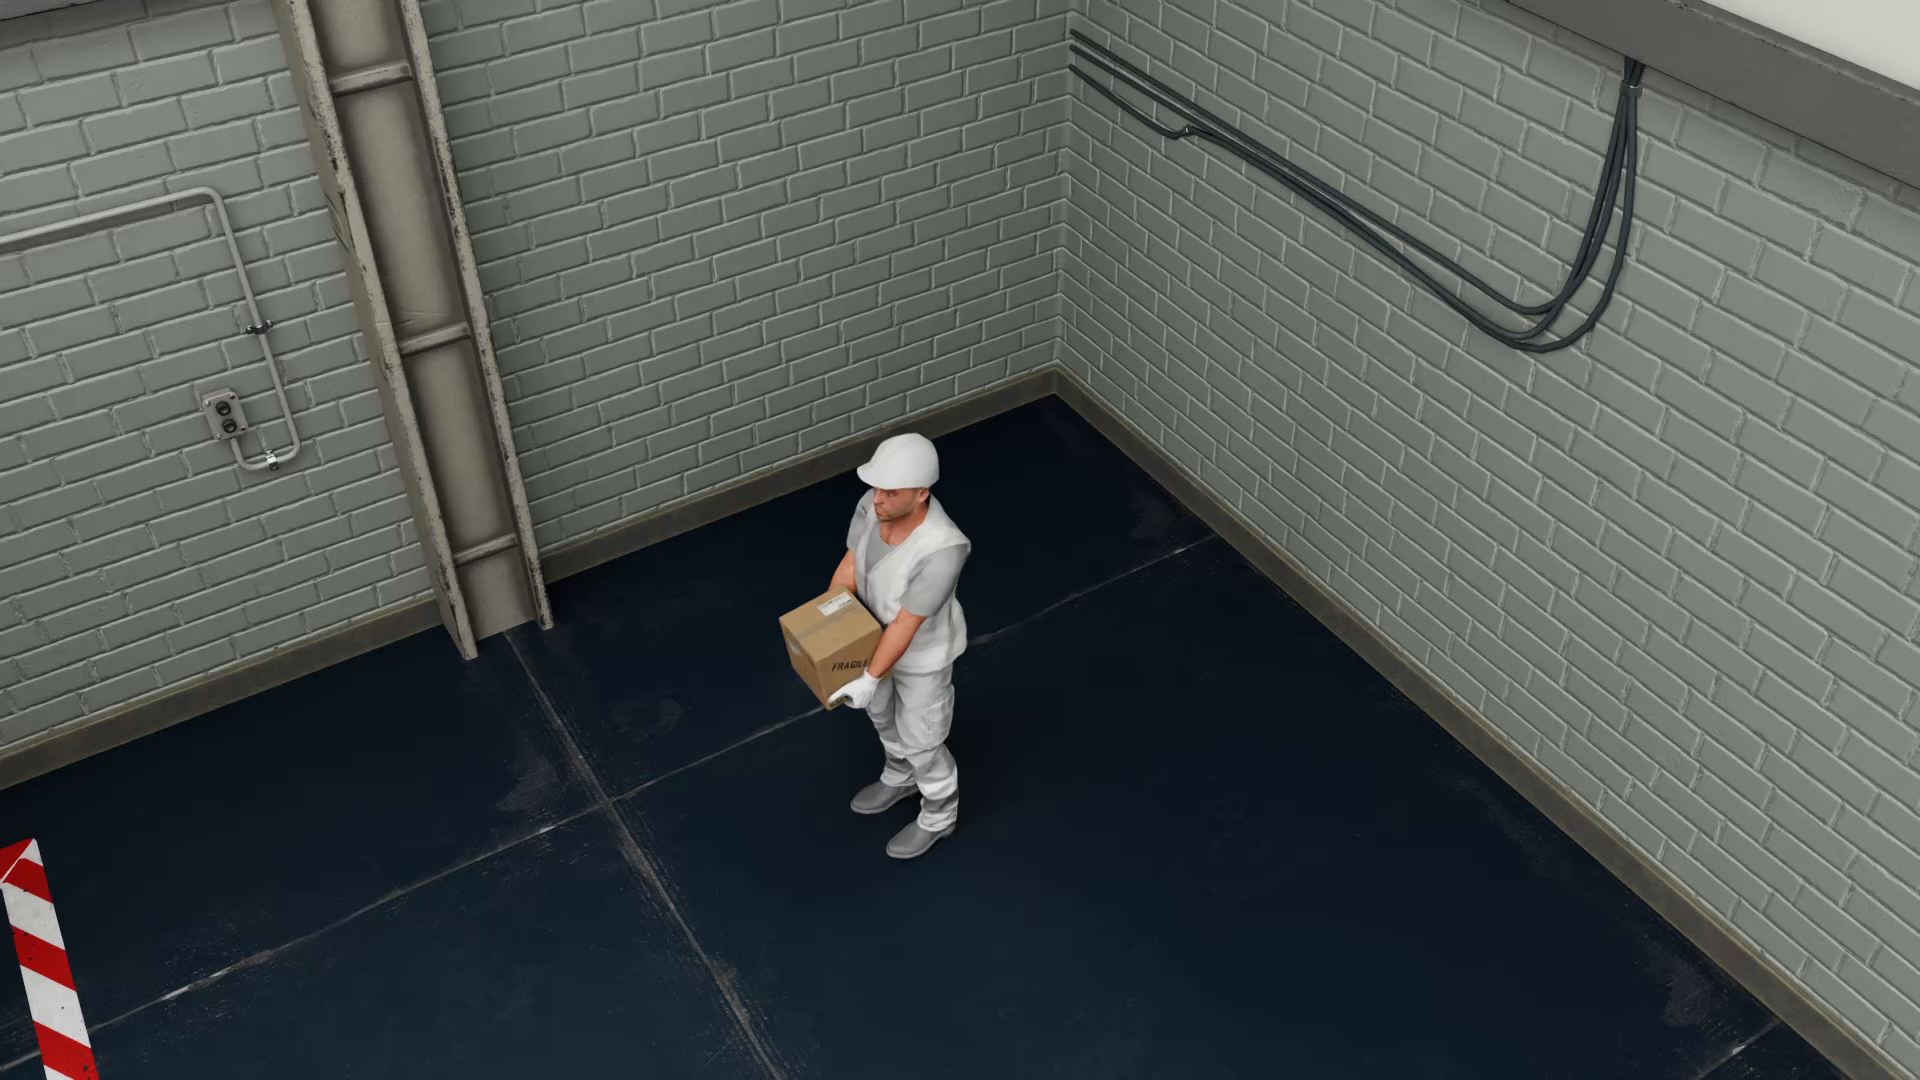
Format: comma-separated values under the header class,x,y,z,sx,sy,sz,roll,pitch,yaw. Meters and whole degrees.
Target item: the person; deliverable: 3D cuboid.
class,x,y,z,sx,sy,sz,roll,pitch,yaw
person,-0.260,0.402,5.667,0.563,1.786,0.495,-23,45,-25
